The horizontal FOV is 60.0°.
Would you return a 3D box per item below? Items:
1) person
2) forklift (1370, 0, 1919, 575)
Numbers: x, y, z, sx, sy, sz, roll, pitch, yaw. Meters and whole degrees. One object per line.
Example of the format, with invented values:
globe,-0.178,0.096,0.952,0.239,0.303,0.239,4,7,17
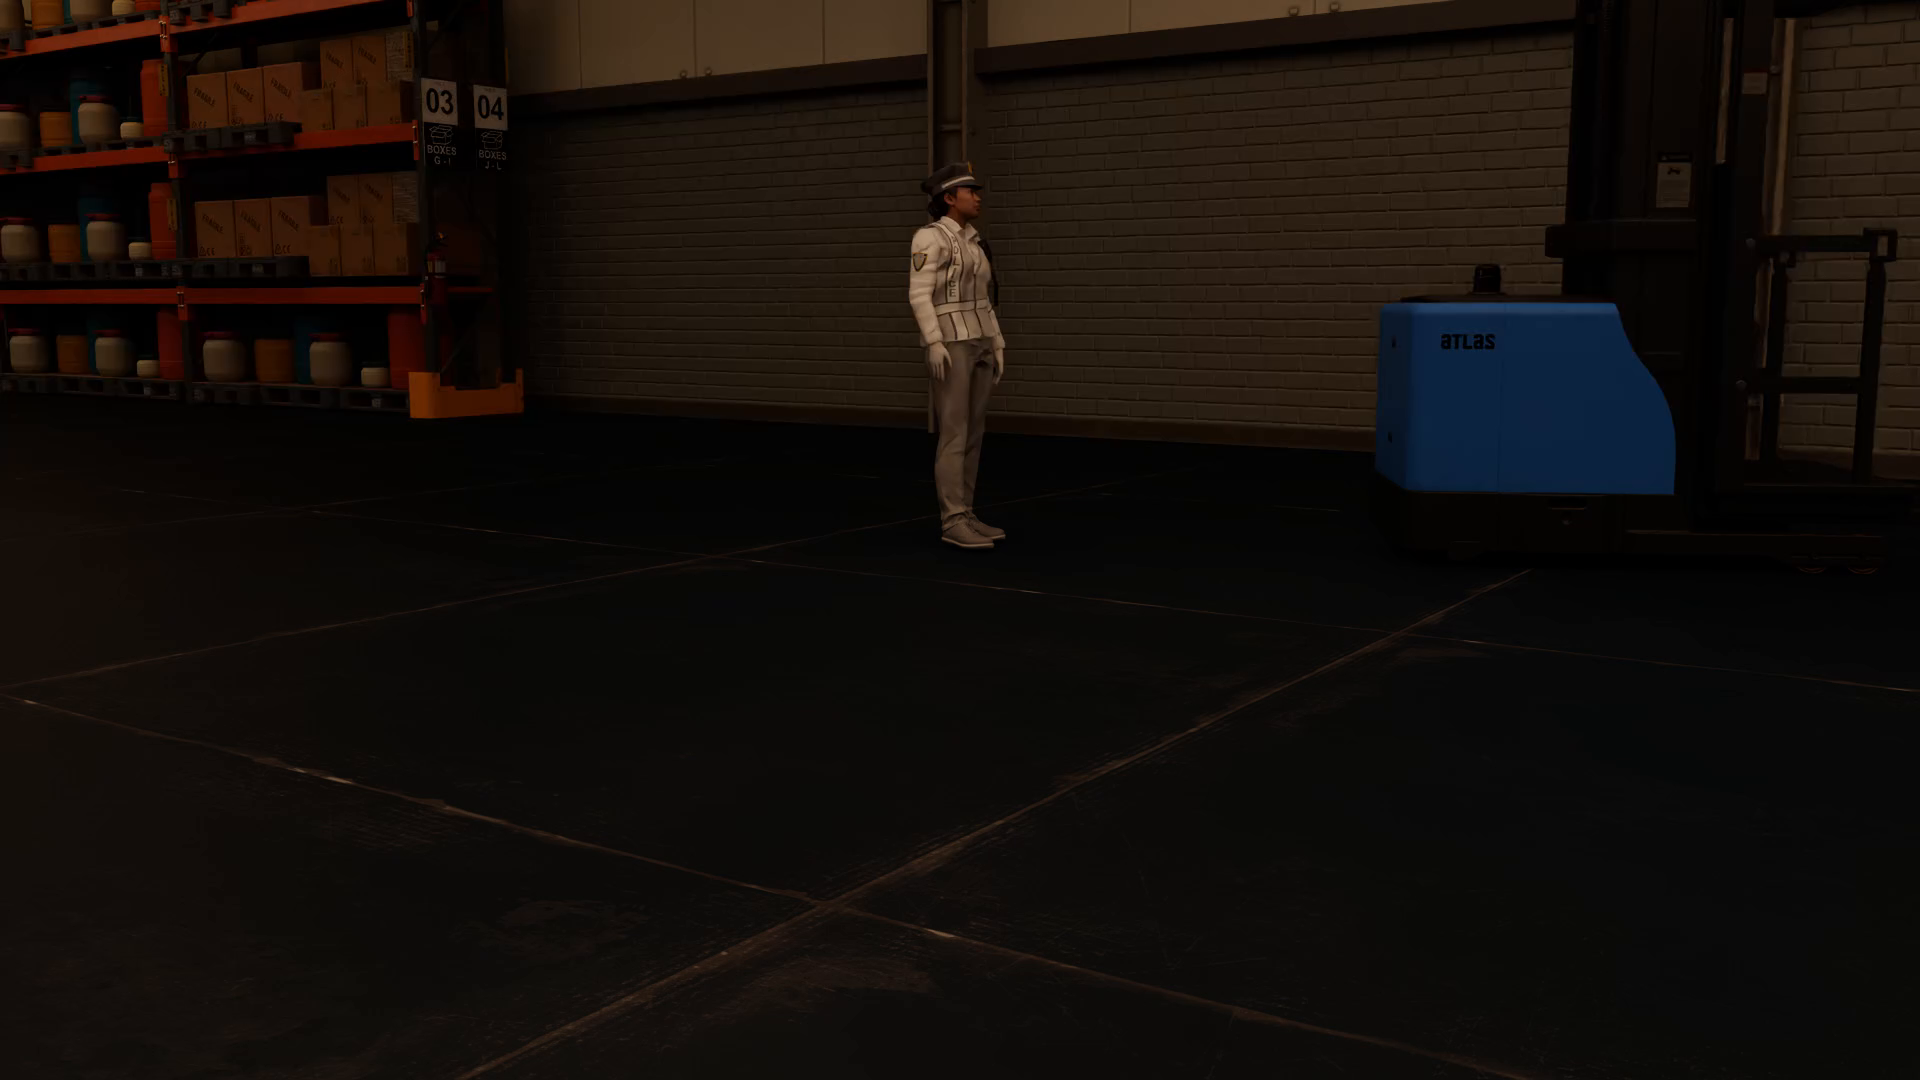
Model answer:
person,0.052,-0.840,7.441,0.534,1.696,0.587,5,10,34
forklift,3.371,-1.391,6.973,3.031,2.935,1.130,1,8,6
